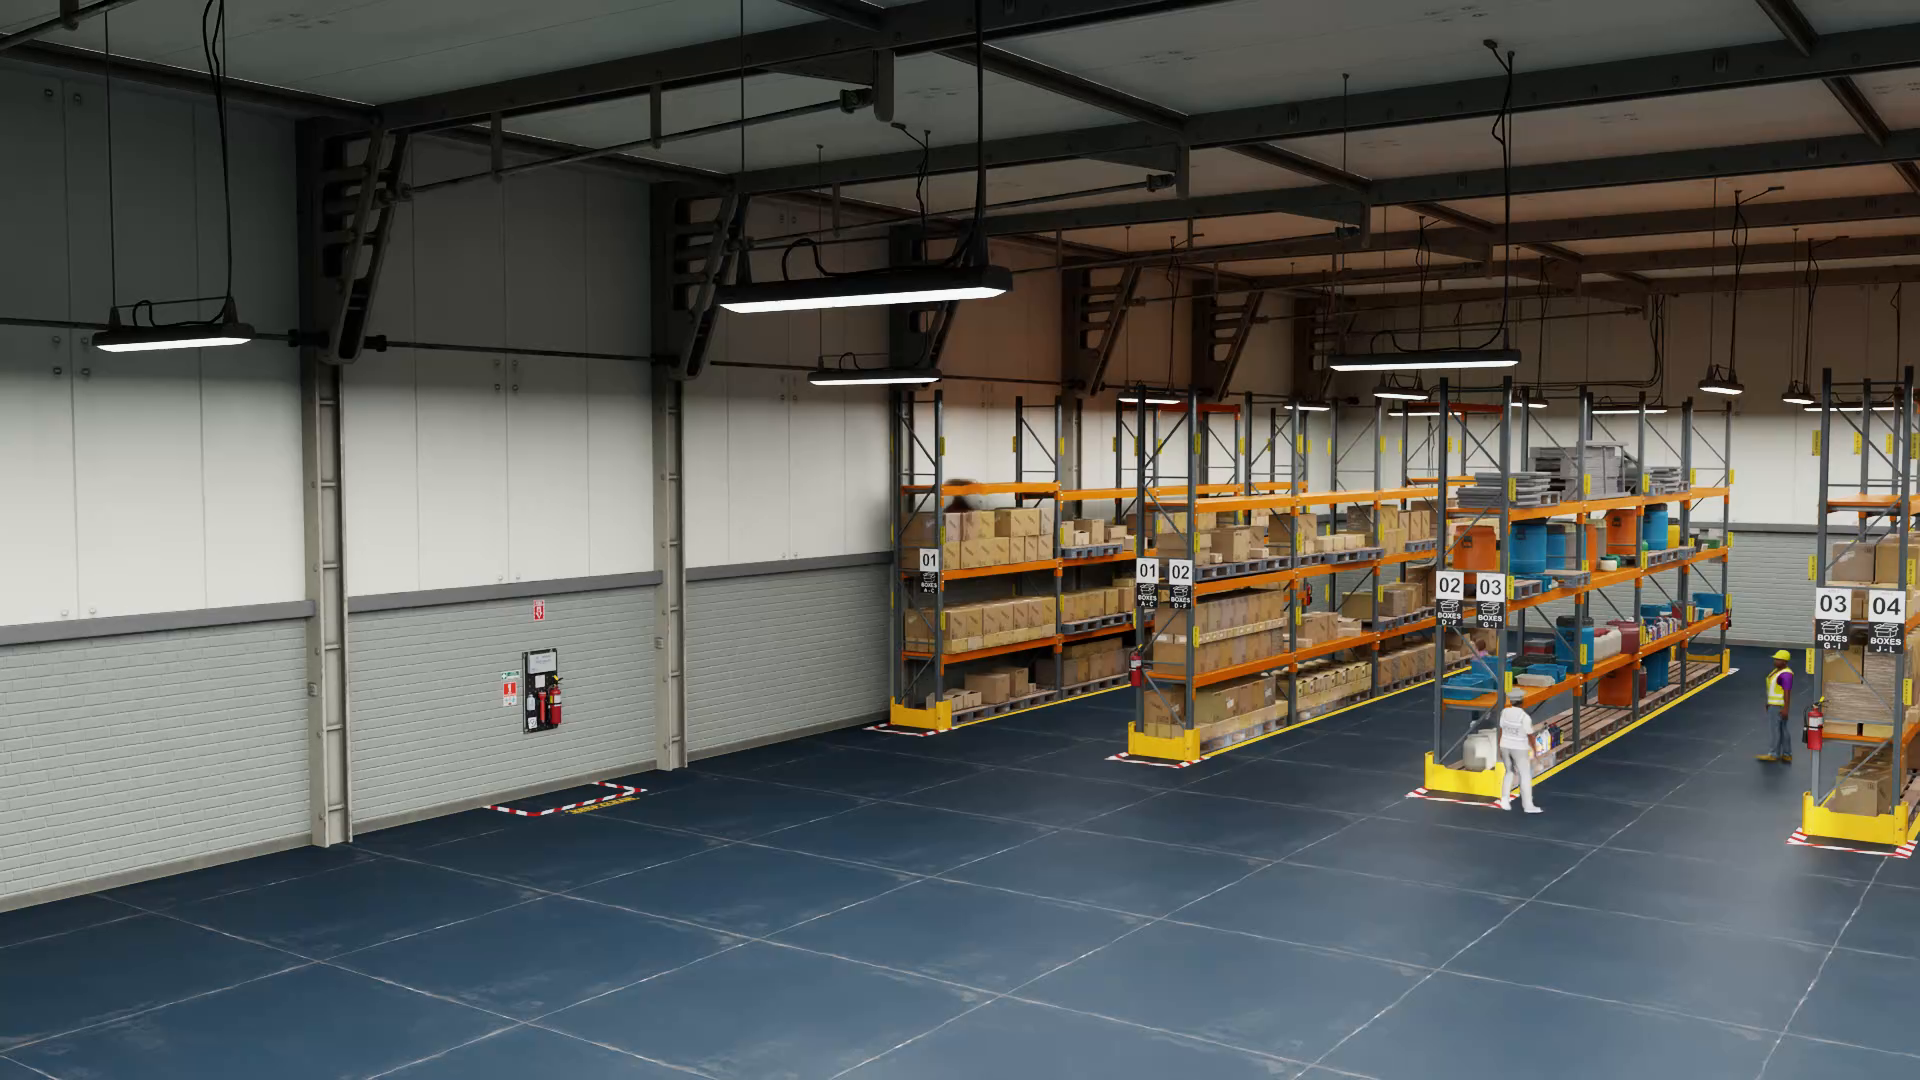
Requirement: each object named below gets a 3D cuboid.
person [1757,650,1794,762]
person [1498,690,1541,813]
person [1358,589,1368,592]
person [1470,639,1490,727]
[{"bbox_3d":[13.003,2.633,26.494,0.499,1.768,0.572,2,4,31],"label":"person"},{"bbox_3d":[7.631,2.882,22.715,0.539,1.671,0.539,-2,4,-36],"label":"person"},{"bbox_3d":[9.465,1.975,38.917,0.540,1.690,0.424,-2,4,-30],"label":"person"},{"bbox_3d":[9.390,2.554,29.837,0.491,1.589,0.648,3,4,38],"label":"person"}]
